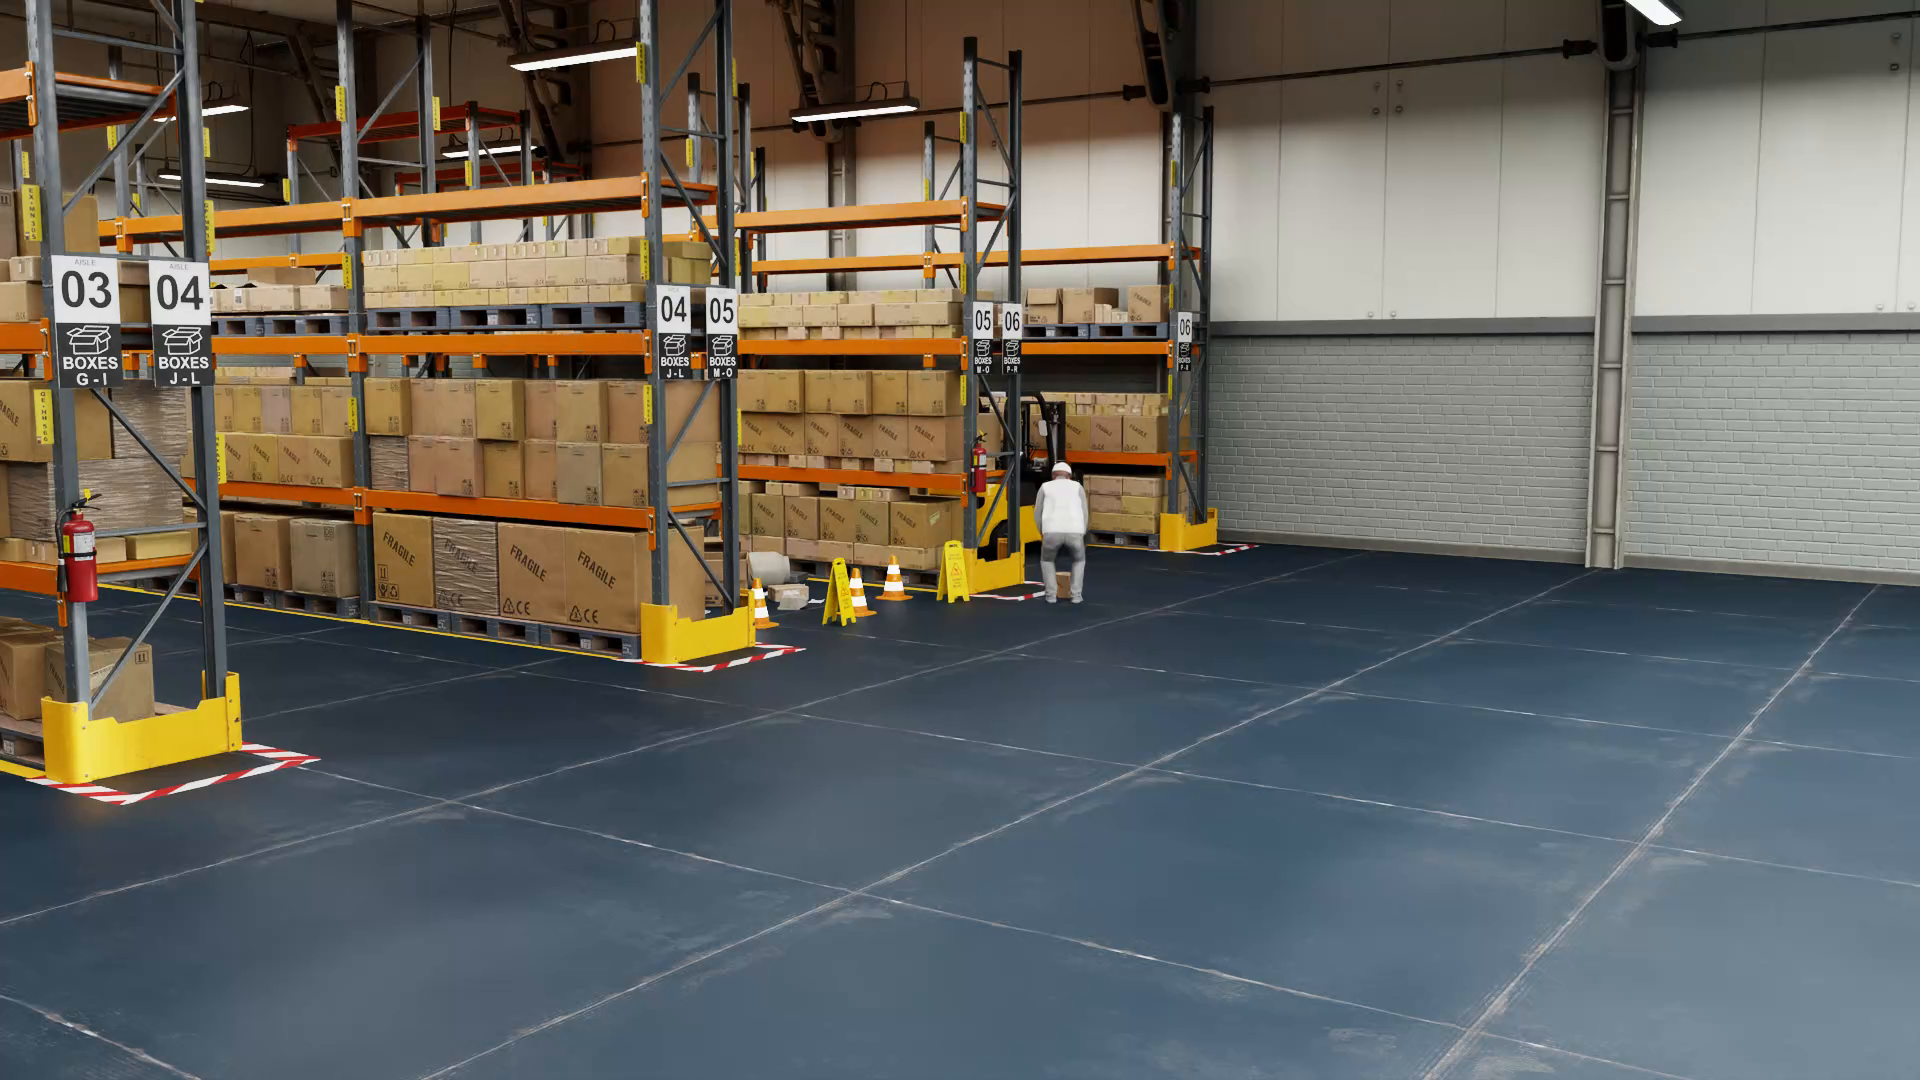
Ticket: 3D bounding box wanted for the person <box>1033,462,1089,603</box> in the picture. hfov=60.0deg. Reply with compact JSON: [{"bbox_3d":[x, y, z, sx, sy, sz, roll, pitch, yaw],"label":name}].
[{"bbox_3d":[1.073,-0.080,17.763,0.591,1.478,0.734,1,6,7],"label":"person"}]
